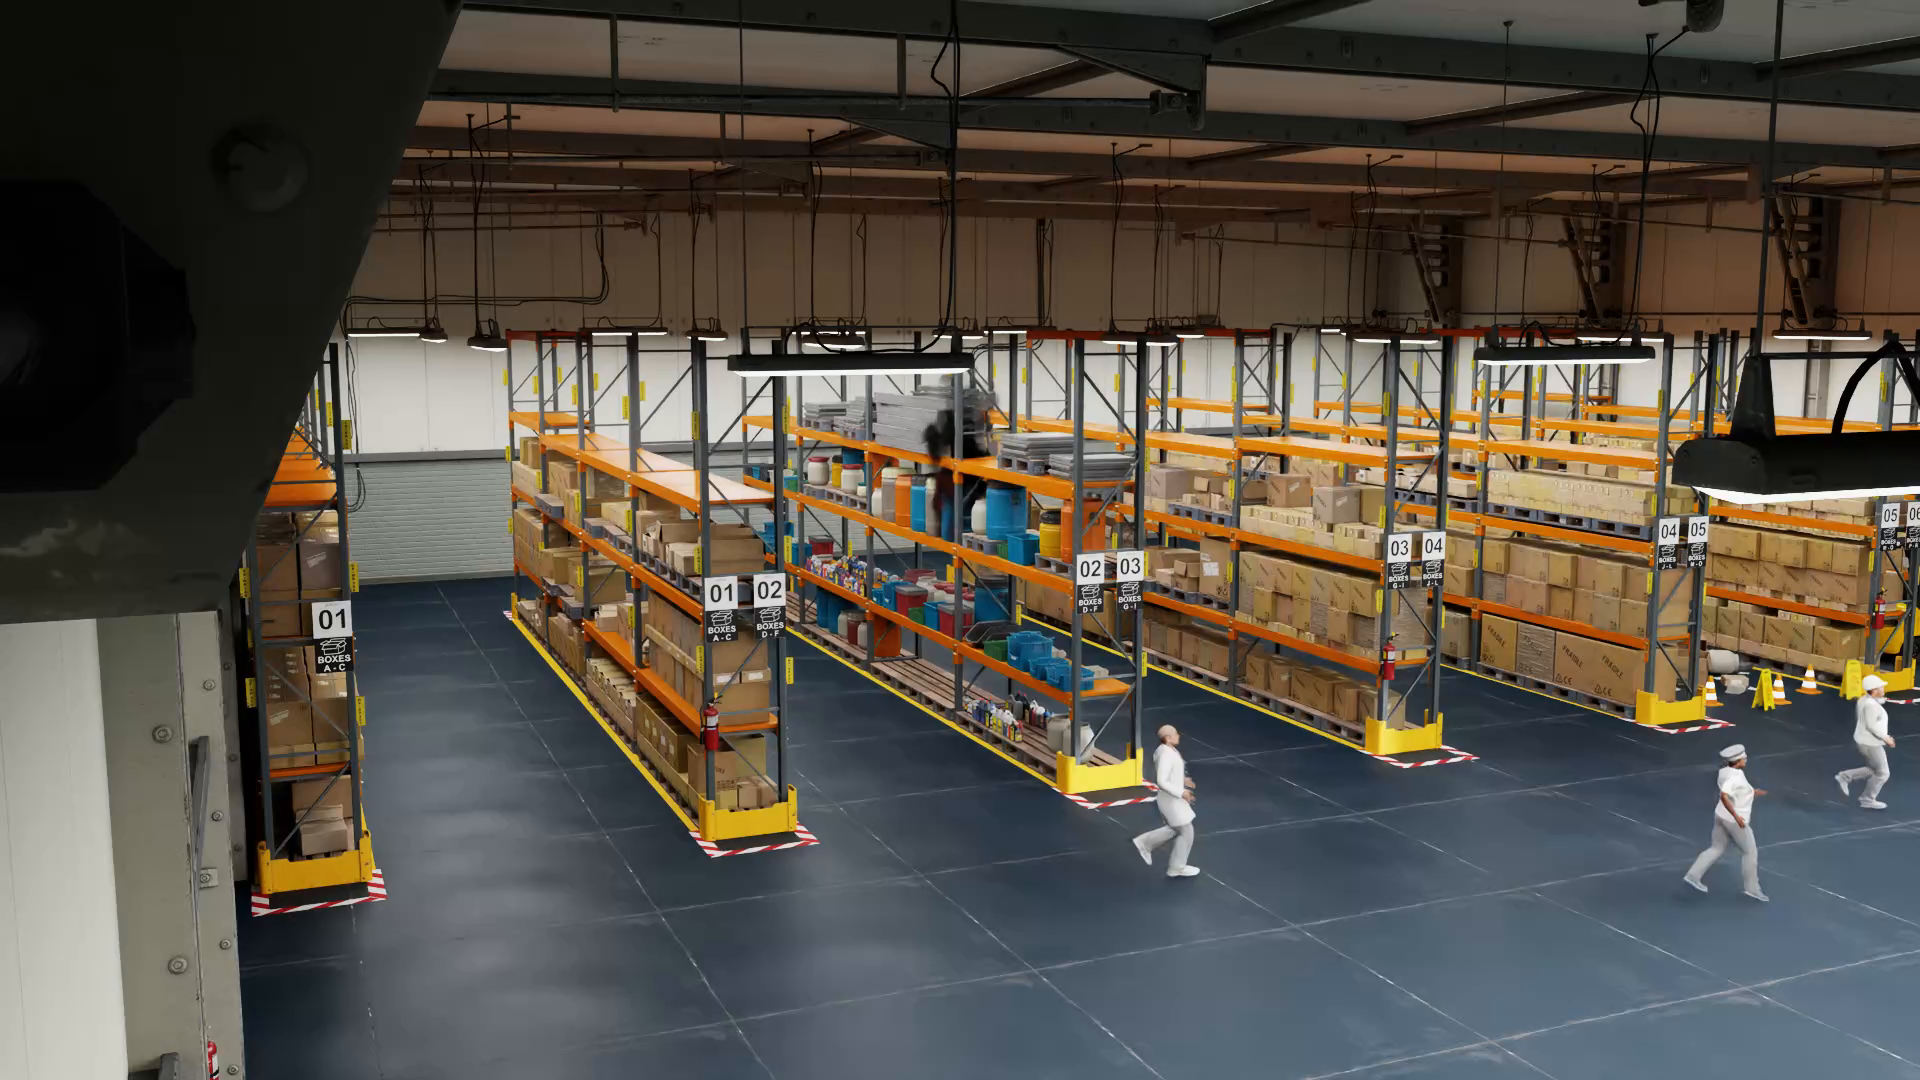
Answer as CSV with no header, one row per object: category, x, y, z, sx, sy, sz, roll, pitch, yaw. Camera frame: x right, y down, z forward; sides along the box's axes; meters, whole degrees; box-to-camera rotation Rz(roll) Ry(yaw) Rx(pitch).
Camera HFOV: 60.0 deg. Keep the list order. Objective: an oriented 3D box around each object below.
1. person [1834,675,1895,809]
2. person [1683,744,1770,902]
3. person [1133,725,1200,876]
person,11.622,2.583,21.343,0.614,1.729,0.705,2,8,17
person,8.330,3.047,17.946,0.867,1.721,0.562,0,8,-2
person,2.369,2.936,18.730,0.690,1.730,0.712,0,8,2
